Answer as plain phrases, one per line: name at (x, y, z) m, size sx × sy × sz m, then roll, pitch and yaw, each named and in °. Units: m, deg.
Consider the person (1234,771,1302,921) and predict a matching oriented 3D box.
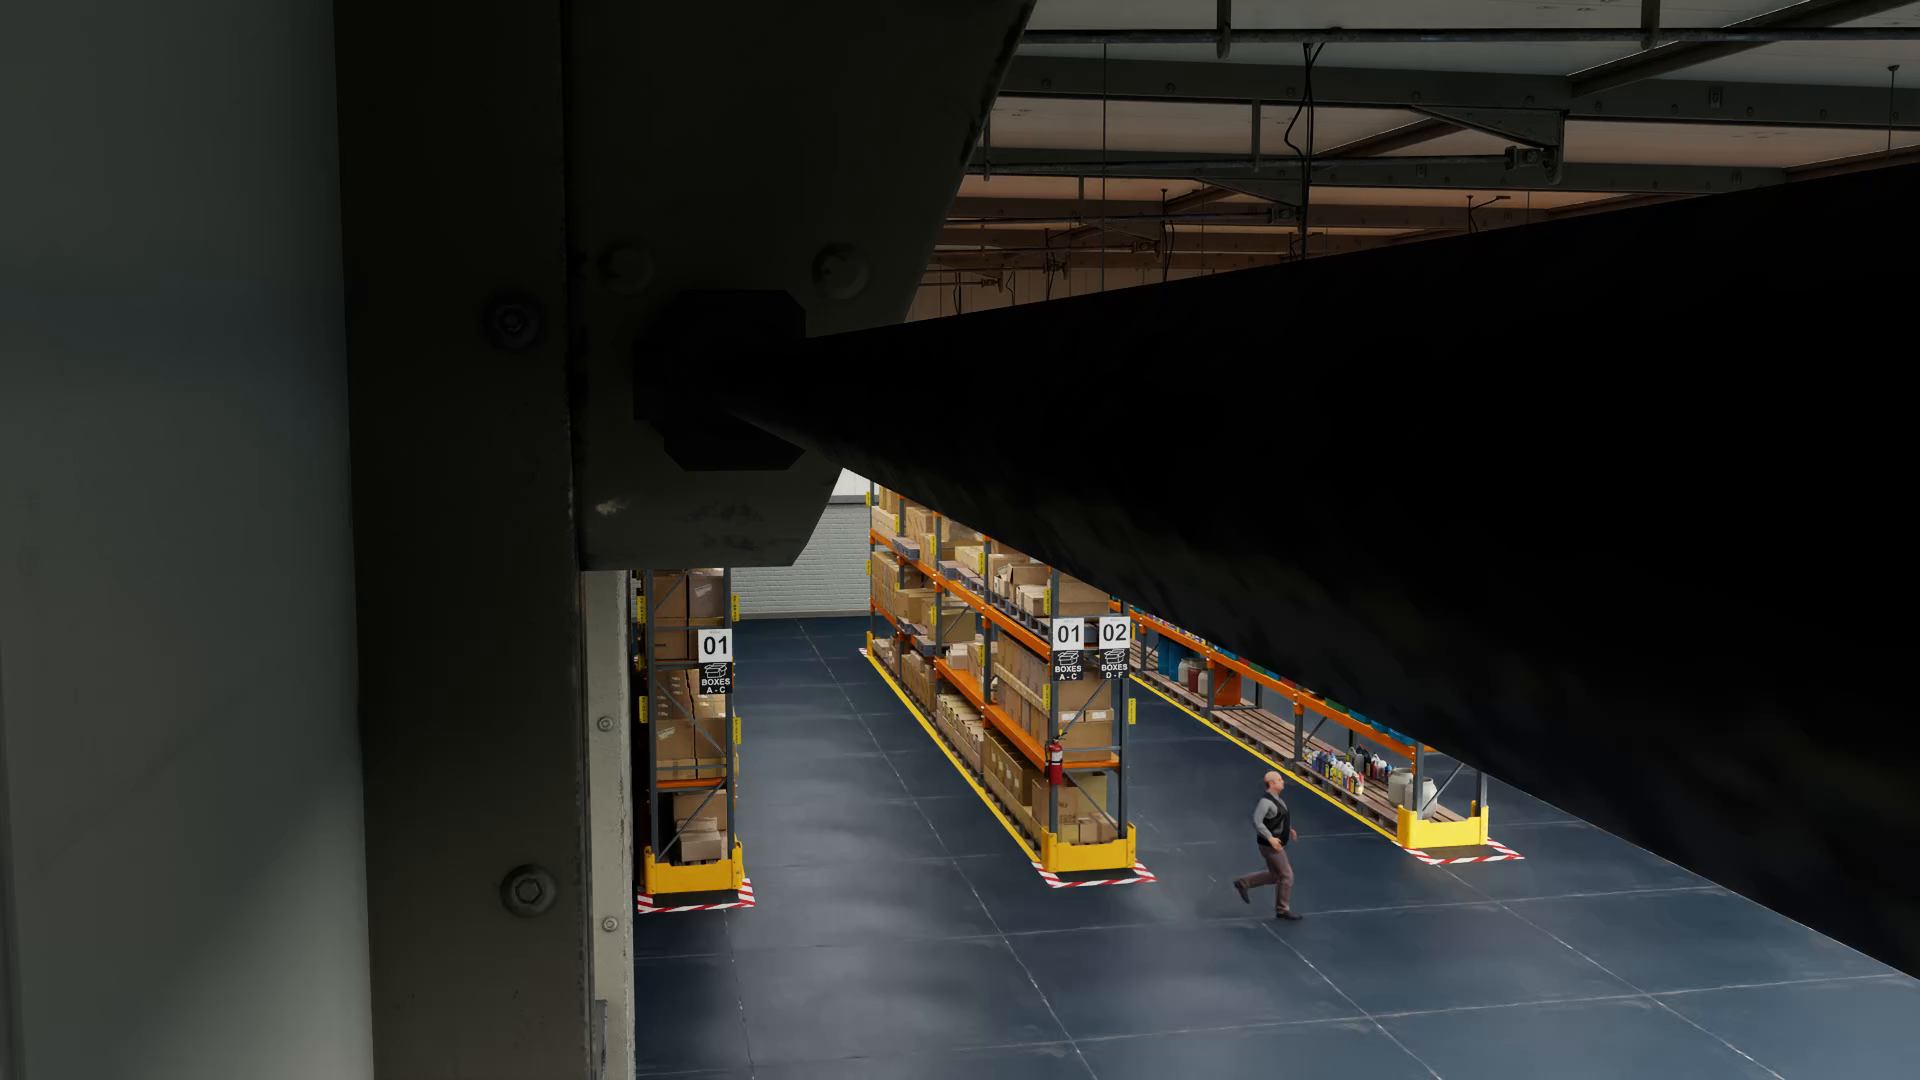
person at (3.546, 3.493, 19.124) m, size 0.816 × 1.698 × 0.686 m, roll 2°, pitch 6°, yaw 21°
